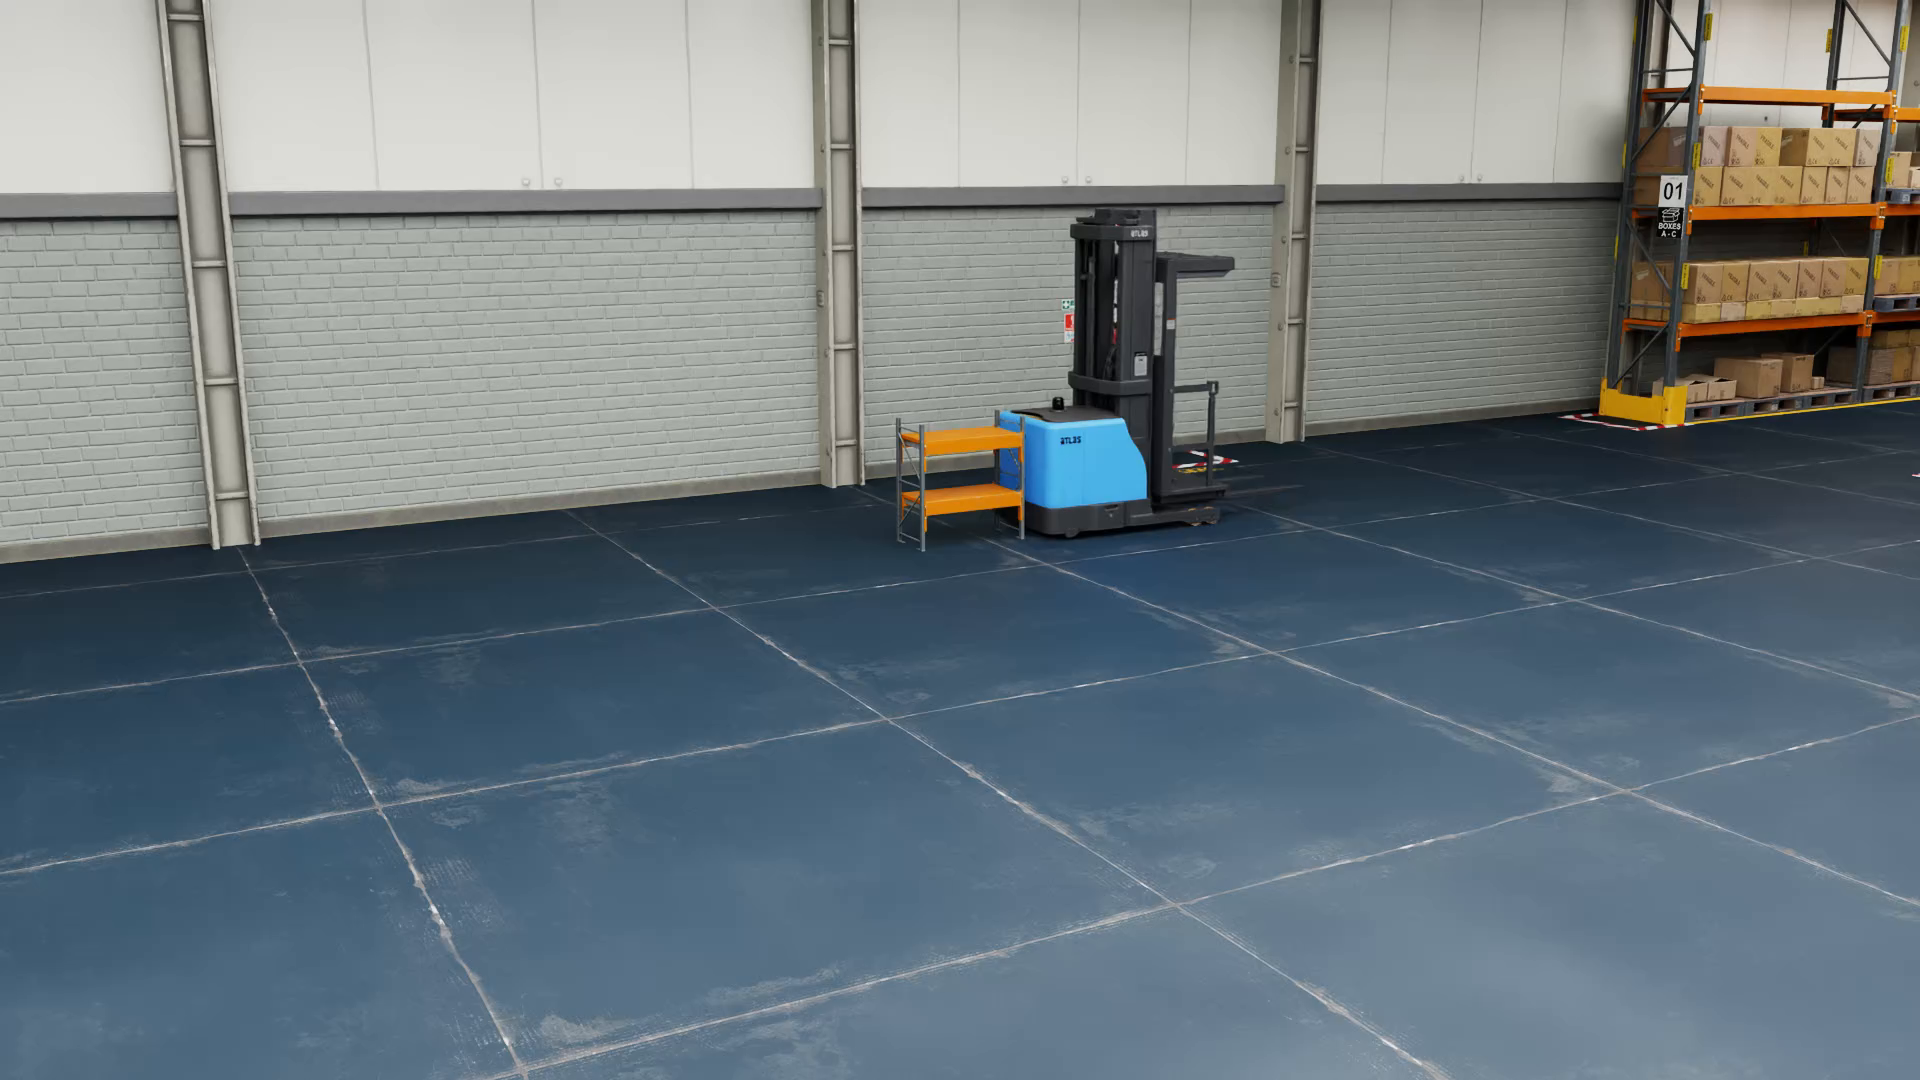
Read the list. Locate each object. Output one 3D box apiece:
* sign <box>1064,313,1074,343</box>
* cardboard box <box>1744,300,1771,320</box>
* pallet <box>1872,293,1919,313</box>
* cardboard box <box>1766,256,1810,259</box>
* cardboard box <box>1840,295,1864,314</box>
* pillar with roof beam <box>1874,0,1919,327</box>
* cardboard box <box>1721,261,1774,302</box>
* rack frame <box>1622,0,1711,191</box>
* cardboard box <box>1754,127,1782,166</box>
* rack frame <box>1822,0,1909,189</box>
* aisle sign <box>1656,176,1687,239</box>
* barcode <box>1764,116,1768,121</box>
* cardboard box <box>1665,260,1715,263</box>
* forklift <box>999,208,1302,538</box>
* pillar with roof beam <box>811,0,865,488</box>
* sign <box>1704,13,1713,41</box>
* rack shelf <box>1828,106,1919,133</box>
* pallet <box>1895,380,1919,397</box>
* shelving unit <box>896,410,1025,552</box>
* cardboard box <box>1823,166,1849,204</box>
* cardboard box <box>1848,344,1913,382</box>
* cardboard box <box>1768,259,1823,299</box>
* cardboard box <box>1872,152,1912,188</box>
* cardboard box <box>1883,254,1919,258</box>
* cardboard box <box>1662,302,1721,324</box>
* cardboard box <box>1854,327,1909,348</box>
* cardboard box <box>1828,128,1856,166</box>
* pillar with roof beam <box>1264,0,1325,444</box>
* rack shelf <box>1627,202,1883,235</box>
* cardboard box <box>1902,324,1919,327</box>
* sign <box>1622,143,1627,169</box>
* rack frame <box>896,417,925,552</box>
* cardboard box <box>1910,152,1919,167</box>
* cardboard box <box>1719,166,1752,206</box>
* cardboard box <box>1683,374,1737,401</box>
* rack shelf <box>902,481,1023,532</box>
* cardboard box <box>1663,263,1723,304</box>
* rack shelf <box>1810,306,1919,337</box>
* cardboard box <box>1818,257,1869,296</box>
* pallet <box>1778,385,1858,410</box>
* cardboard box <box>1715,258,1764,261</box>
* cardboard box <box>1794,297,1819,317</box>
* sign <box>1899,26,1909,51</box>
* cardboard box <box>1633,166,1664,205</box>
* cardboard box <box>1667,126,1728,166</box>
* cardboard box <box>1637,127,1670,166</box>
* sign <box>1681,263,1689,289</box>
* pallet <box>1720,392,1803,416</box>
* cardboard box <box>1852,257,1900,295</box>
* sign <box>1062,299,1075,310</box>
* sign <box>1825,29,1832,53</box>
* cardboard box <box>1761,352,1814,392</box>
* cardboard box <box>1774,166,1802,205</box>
[{"bbox_3d":[1.290,-2.420,18.948,0.234,0.329,0.001,-7,14,-28],"label":"sign"},{"bbox_3d":[10.558,-3.121,22.440,0.500,0.250,0.500,-7,15,-29],"label":"cardboard box"},{"bbox_3d":[13.330,-3.464,24.105,1.213,0.211,1.003,-7,14,-28],"label":"pallet"},{"bbox_3d":[11.621,-3.745,23.504,0.500,0.500,0.500,-7,14,-28],"label":"cardboard box"},{"bbox_3d":[12.319,-3.333,23.385,0.500,0.250,0.500,-7,14,-28],"label":"cardboard box"},{"bbox_3d":[16.607,-6.053,21.509,0.400,9.000,9.100,-7,14,-28],"label":"pillar with roof beam"},{"bbox_3d":[10.536,-3.482,22.338,0.500,0.500,0.500,-7,15,-30],"label":"cardboard box"},{"bbox_3d":[9.078,-6.011,21.323,0.127,3.000,1.000,-7,14,-28],"label":"rack frame"},{"bbox_3d":[10.442,-5.187,21.942,0.500,0.500,0.500,-6,14,-26],"label":"cardboard box"},{"bbox_3d":[12.589,-6.432,23.193,0.127,3.000,1.000,-7,14,-28],"label":"rack frame"},{"bbox_3d":[9.159,-4.287,21.406,0.004,0.787,0.394,-7,14,-28],"label":"aisle sign"},{"bbox_3d":[11.163,-5.832,23.032,0.075,0.075,0.001,-7,14,-28],"label":"barcode"},{"bbox_3d":[9.837,-3.528,22.543,0.500,0.500,0.500,-7,14,-27],"label":"cardboard box"},{"bbox_3d":[1.893,-1.656,15.793,3.031,2.935,1.130,-7,14,-27],"label":"forklift"},{"bbox_3d":[0.808,-4.159,13.095,0.400,9.000,9.100,-7,14,-28],"label":"pillar with roof beam"},{"bbox_3d":[9.338,-6.401,20.747,0.005,0.325,0.100,-7,14,-28],"label":"sign"},{"bbox_3d":[14.345,-6.096,24.251,4.000,0.370,1.077,-7,14,-28],"label":"rack shelf"},{"bbox_3d":[14.344,-2.356,25.097,1.213,0.211,1.003,-7,14,-28],"label":"pallet"},{"bbox_3d":[0.006,-0.549,14.989,1.048,1.125,0.538,-7,14,-28],"label":"shelving unit"},{"bbox_3d":[11.814,-4.875,22.836,0.500,0.500,0.500,-8,15,-33],"label":"cardboard box"},{"bbox_3d":[13.657,-2.645,24.720,0.500,0.500,0.700,-7,15,-29],"label":"cardboard box"},{"bbox_3d":[11.440,-3.594,22.833,0.500,0.500,0.500,-7,15,-29],"label":"cardboard box"},{"bbox_3d":[13.107,-5.264,23.652,0.500,0.500,0.500,-5,13,-20],"label":"cardboard box"},{"bbox_3d":[14.109,-3.948,24.590,0.500,0.500,0.700,-5,14,-20],"label":"cardboard box"},{"bbox_3d":[9.659,-3.011,21.952,0.500,0.250,0.500,-7,15,-29],"label":"cardboard box"},{"bbox_3d":[13.612,-2.994,24.562,0.500,0.250,0.500,-7,15,-29],"label":"cardboard box"},{"bbox_3d":[11.801,-5.350,22.666,0.500,0.500,0.500,-6,14,-25],"label":"cardboard box"},{"bbox_3d":[6.075,-4.790,15.900,0.400,9.000,9.100,-7,14,-28],"label":"pillar with roof beam"},{"bbox_3d":[10.834,-4.407,22.666,4.000,0.370,1.077,-7,14,-28],"label":"rack shelf"},{"bbox_3d":[14.514,-3.098,25.026,0.500,0.250,0.500,-7,14,-28],"label":"cardboard box"},{"bbox_3d":[8.830,-5.089,22.040,0.005,0.325,0.100,-7,14,-28],"label":"sign"},{"bbox_3d":[-0.440,-0.496,14.751,0.032,1.125,0.500,-7,14,-28],"label":"rack frame"},{"bbox_3d":[14.190,-5.394,24.229,0.500,0.500,0.500,-7,15,-30],"label":"cardboard box"},{"bbox_3d":[9.980,-4.643,21.802,0.500,0.500,0.500,-6,14,-24],"label":"cardboard box"},{"bbox_3d":[10.229,-2.102,22.741,0.500,0.311,0.500,-6,14,-23],"label":"cardboard box"},{"bbox_3d":[0.006,-0.311,15.043,1.000,0.278,0.538,-7,14,-28],"label":"rack shelf"},{"bbox_3d":[9.641,-3.379,21.879,0.500,0.500,0.500,-7,14,-28],"label":"cardboard box"},{"bbox_3d":[14.345,-3.364,24.865,4.000,0.370,1.077,-7,14,-28],"label":"rack shelf"},{"bbox_3d":[12.322,-3.698,23.298,0.500,0.500,0.500,-7,14,-28],"label":"cardboard box"},{"bbox_3d":[12.017,-2.067,23.813,1.213,0.211,1.003,-7,14,-28],"label":"pallet"},{"bbox_3d":[10.730,-3.636,23.024,0.500,0.500,0.500,-7,14,-27],"label":"cardboard box"},{"bbox_3d":[11.443,-3.227,22.911,0.500,0.250,0.500,-7,14,-28],"label":"cardboard box"},{"bbox_3d":[12.833,-6.820,22.608,0.005,0.325,0.100,-7,14,-28],"label":"sign"},{"bbox_3d":[9.323,-4.699,22.051,0.500,0.500,0.500,-6,14,-24],"label":"cardboard box"},{"bbox_3d":[9.533,-5.088,21.501,0.500,0.500,0.500,-8,15,-32],"label":"cardboard box"},{"bbox_3d":[9.331,-5.190,21.955,0.500,0.500,0.500,-6,14,-25],"label":"cardboard box"},{"bbox_3d":[9.338,-3.402,21.422,0.005,0.325,0.100,-7,14,-28],"label":"sign"},{"bbox_3d":[10.944,-1.938,23.239,1.213,0.211,1.003,-7,14,-28],"label":"pallet"},{"bbox_3d":[13.052,-3.815,24.001,0.500,0.500,0.700,-7,14,-28],"label":"cardboard box"},{"bbox_3d":[1.298,-2.677,18.885,0.331,0.109,0.001,-7,14,-28],"label":"sign"},{"bbox_3d":[12.318,-7.071,23.545,0.005,0.325,0.100,-7,14,-28],"label":"sign"},{"bbox_3d":[11.697,-2.383,23.558,0.500,0.500,0.500,-8,15,-32],"label":"cardboard box"},{"bbox_3d":[10.894,-4.759,22.317,0.500,0.500,0.500,-6,14,-24],"label":"cardboard box"}]
